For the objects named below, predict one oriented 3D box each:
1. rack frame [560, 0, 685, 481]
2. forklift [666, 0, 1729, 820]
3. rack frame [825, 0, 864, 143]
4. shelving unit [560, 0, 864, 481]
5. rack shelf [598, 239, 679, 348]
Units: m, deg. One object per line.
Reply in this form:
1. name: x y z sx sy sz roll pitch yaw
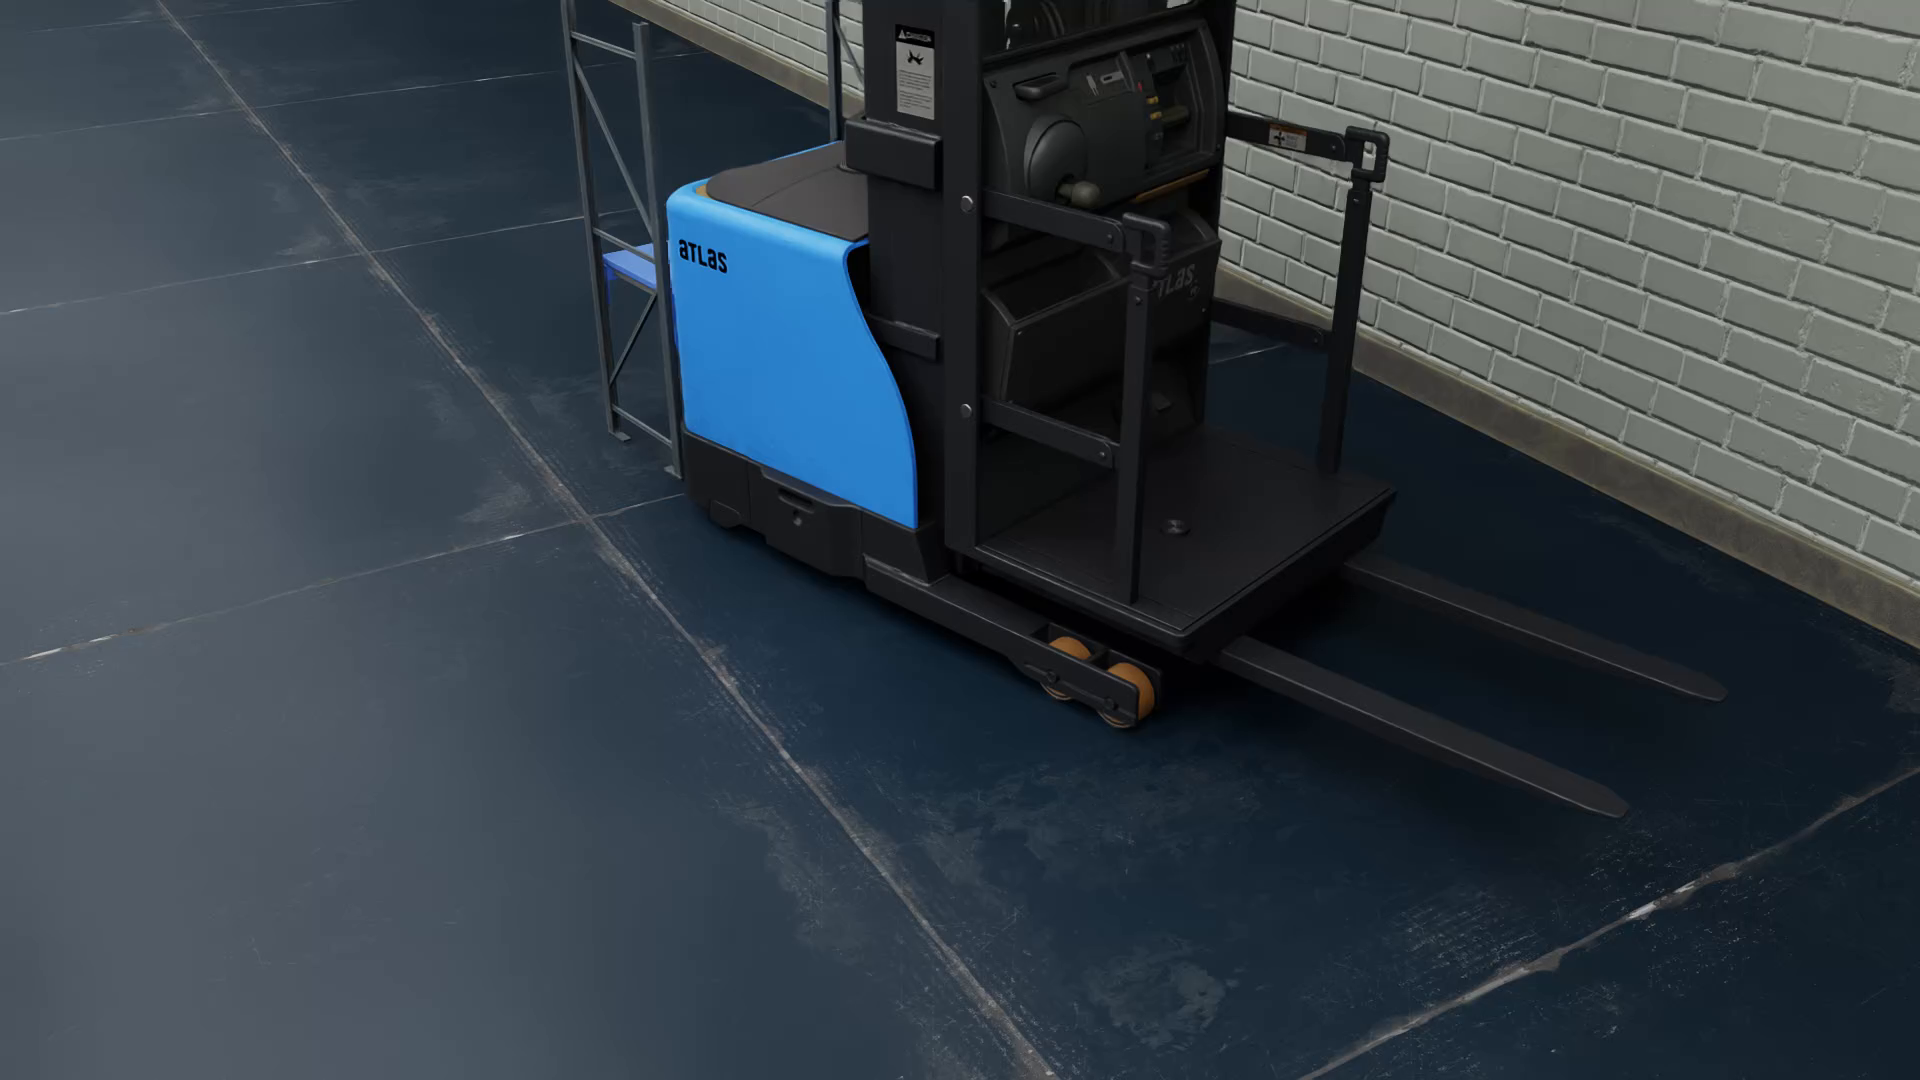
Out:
1. rack frame: -1.088 -0.954 5.427 0.032 1.500 0.500 -22 36 -34
2. forklift: 0.550 -1.079 4.171 3.031 2.935 1.130 23 36 36
3. rack frame: -0.305 -1.268 5.995 0.032 1.500 0.500 -22 36 -34
4. shelving unit: -0.697 -1.111 5.711 1.048 1.500 0.538 -22 36 -34
5. rack shelf: -0.697 -0.954 5.798 1.000 0.185 0.538 -22 36 -34
